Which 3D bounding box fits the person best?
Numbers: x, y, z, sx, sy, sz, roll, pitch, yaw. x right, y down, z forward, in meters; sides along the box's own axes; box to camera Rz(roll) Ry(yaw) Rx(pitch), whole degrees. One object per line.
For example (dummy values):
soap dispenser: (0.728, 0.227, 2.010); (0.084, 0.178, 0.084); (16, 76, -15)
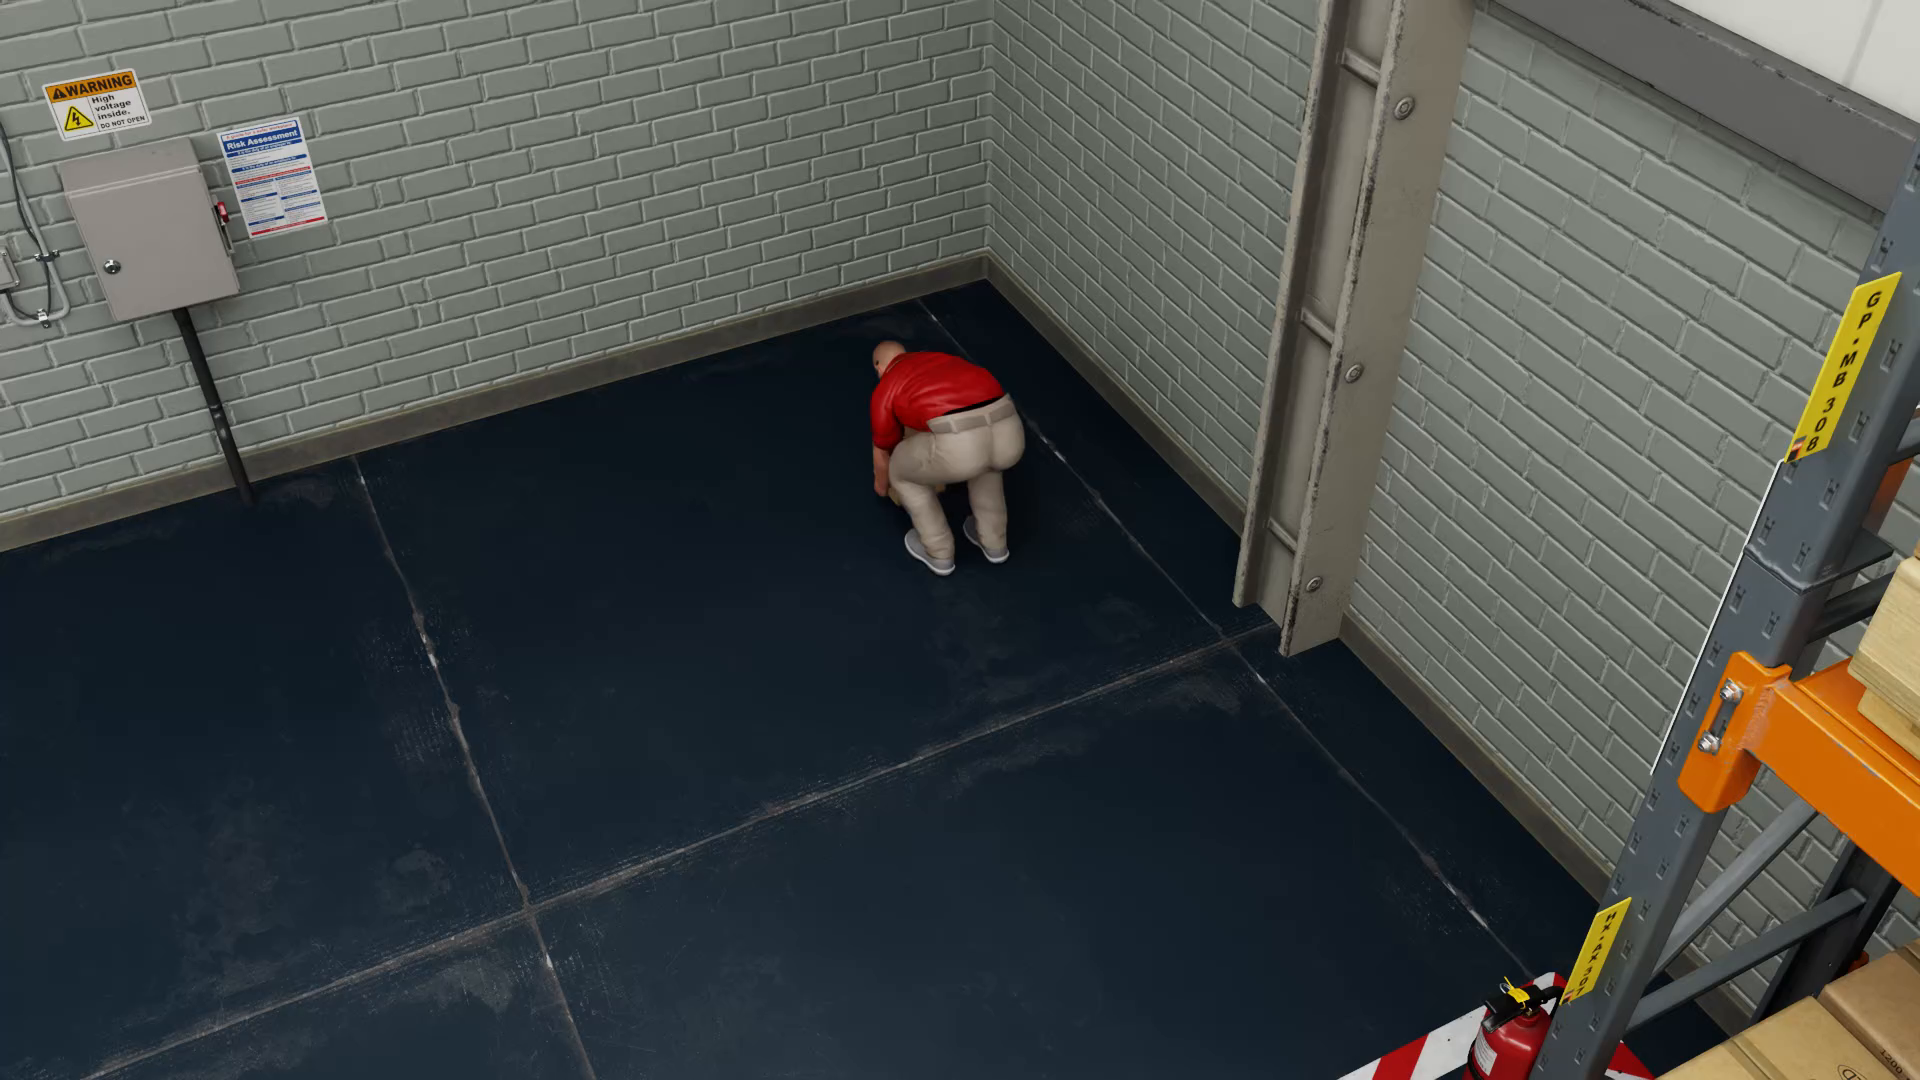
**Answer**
person: (-0.093, -0.400, 7.225); (0.521, 0.949, 0.956); (-21, 45, -22)
